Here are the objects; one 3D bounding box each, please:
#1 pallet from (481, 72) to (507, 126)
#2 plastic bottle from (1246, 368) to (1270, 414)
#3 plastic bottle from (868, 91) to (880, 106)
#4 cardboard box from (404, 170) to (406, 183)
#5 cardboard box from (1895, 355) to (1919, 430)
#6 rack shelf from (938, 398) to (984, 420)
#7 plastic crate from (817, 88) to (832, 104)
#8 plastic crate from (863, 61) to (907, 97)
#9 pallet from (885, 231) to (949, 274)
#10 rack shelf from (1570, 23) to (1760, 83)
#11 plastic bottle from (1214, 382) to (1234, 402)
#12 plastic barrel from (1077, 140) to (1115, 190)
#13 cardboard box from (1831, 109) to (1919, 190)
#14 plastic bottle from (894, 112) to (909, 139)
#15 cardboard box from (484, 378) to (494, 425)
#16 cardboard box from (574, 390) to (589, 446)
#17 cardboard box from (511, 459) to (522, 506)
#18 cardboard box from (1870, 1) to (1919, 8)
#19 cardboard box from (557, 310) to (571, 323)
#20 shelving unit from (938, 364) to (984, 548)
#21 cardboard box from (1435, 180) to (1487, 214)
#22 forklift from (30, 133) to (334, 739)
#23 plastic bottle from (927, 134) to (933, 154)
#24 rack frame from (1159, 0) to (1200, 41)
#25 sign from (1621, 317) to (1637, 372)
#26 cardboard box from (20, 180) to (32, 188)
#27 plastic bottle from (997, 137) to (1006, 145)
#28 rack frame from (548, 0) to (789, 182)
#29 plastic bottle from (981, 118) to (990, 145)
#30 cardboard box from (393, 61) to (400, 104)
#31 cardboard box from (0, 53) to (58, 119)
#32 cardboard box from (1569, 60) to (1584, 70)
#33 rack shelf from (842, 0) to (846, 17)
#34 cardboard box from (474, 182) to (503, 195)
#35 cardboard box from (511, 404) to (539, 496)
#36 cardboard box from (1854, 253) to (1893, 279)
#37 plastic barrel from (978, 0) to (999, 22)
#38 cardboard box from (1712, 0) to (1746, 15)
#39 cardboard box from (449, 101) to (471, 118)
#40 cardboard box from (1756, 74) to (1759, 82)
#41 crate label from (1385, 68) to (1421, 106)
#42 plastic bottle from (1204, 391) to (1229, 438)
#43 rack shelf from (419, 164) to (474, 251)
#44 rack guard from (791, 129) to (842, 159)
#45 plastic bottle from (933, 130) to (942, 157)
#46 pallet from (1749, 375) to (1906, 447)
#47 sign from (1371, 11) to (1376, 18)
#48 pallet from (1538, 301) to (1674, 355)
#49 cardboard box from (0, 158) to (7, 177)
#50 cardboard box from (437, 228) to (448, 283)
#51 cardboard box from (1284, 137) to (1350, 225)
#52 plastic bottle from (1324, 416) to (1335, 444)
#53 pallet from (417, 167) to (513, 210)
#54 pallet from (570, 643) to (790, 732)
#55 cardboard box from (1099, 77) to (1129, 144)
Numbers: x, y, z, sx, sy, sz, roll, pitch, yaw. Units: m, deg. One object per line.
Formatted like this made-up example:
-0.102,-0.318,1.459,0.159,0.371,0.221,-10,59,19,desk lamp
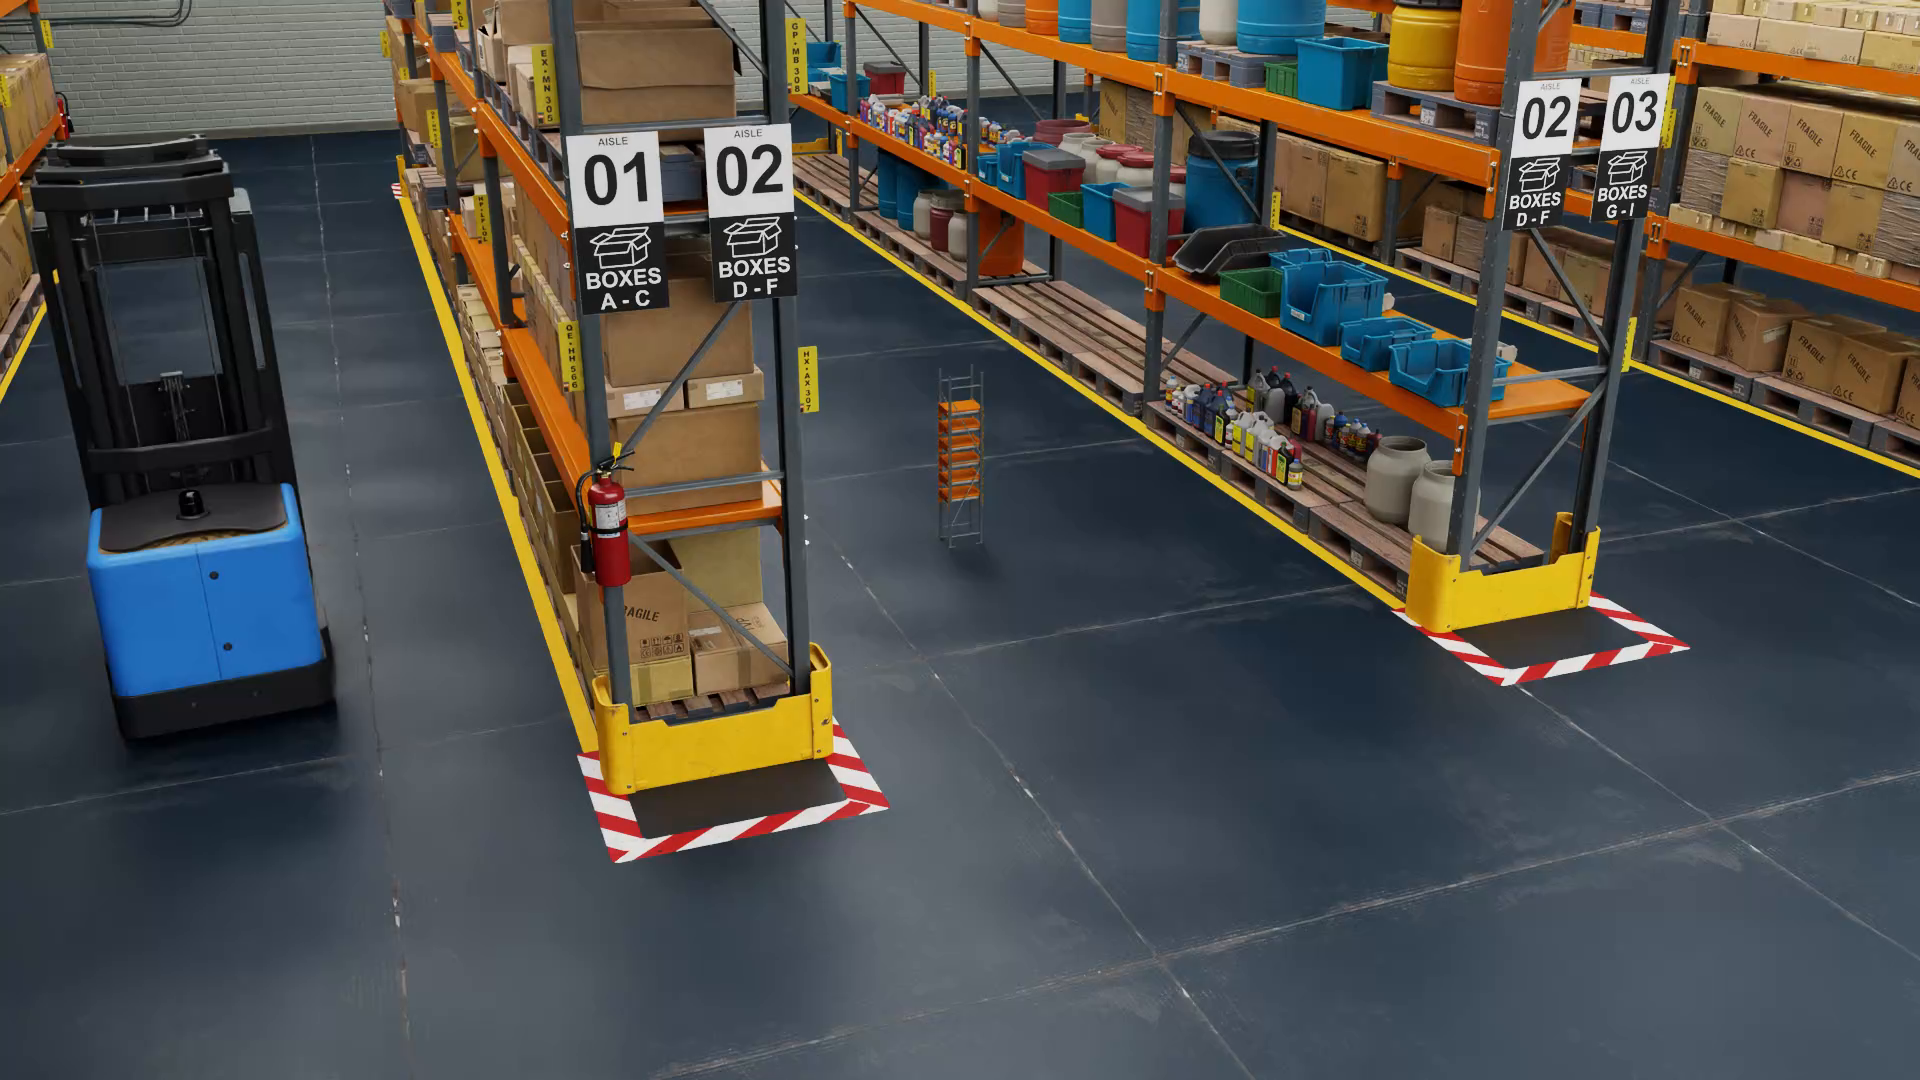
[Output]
-2.341,-2.749,10.163,1.003,0.211,1.213,-8,24,-19,pallet
2.331,-1.161,12.985,0.144,0.351,0.185,-8,24,-19,plastic bottle
-1.022,-5.090,19.527,0.144,0.351,0.185,-8,24,-19,plastic bottle
-7.080,-4.764,21.796,0.380,0.149,0.250,-8,24,-19,cardboard box
7.567,-1.102,12.681,0.500,0.500,0.500,-2,23,-5,cardboard box
0.005,-0.838,10.882,0.258,0.103,0.180,-8,24,-19,rack shelf
-1.504,-5.570,20.881,0.437,0.125,0.590,-8,24,-19,plastic crate
-0.939,-5.715,20.789,0.402,0.464,0.583,-8,24,-19,plastic crate
-0.189,-3.284,18.771,1.003,0.211,1.213,-8,24,-19,pallet
5.895,-4.850,15.958,1.077,0.370,4.000,-8,24,-19,rack shelf
2.000,-1.044,12.710,0.144,0.351,0.185,-8,24,-19,plastic bottle
1.267,-3.400,15.311,0.421,0.512,0.421,0,23,0,plastic barrel
7.064,-2.974,12.646,0.500,0.500,0.500,-8,24,-19,cardboard box
-0.642,-4.601,18.464,0.152,0.276,0.135,-8,24,-19,plastic bottle
-3.443,-1.122,13.049,0.500,0.250,0.500,-8,24,-18,cardboard box
-1.767,-0.850,9.275,0.700,0.500,0.500,-8,24,-19,cardboard box
-2.787,-0.431,11.410,0.500,0.250,0.500,-8,24,-19,cardboard box
7.309,-4.101,12.936,0.380,0.149,0.250,-7,24,-17,cardboard box
-2.026,-1.189,9.245,0.380,0.149,0.250,-8,24,-18,cardboard box
0.005,-0.548,11.005,0.258,1.200,0.189,-8,24,-19,shelving unit
5.454,-3.683,17.812,0.500,0.250,0.500,-7,24,-17,cardboard box
-4.474,-0.860,9.516,1.130,2.935,3.031,-10,25,-22,forklift
-0.298,-4.183,17.569,0.097,0.201,0.097,0,23,0,plastic bottle
1.968,-5.157,11.900,1.000,3.000,0.127,-8,24,-19,rack frame
3.898,-1.141,9.738,0.100,0.325,0.005,-8,24,-19,sign
-10.429,-3.906,18.497,0.380,0.149,0.250,-9,24,-20,cardboard box
0.431,-4.100,17.372,0.097,0.201,0.097,0,23,0,plastic bottle
-1.254,-3.025,6.842,1.000,3.000,0.127,-8,24,-19,rack frame
0.282,-4.454,18.121,0.097,0.271,0.097,0,23,0,plastic bottle
-6.809,-5.737,20.870,0.500,0.500,0.500,-9,24,-20,cardboard box
-11.350,-5.348,19.690,0.980,0.700,0.700,-7,24,-17,cardboard box
8.349,-6.303,22.125,0.380,0.149,0.250,-8,24,-19,cardboard box
-1.564,-7.077,21.243,1.077,0.370,4.000,-8,24,-19,rack shelf
-3.992,-2.989,14.593,0.500,0.311,0.500,-7,24,-16,cardboard box
-2.612,-0.594,10.832,0.500,0.500,0.500,-8,24,-19,cardboard box
7.093,-2.109,12.715,0.380,0.149,0.250,-8,24,-19,cardboard box
0.378,-5.125,15.541,0.421,0.512,0.421,0,23,0,plastic barrel
6.429,-4.409,13.666,0.380,0.149,0.250,-9,24,-21,cardboard box
-4.552,-3.979,16.160,0.700,0.500,0.500,-4,23,-9,cardboard box
9.784,-5.686,20.278,0.380,0.149,0.250,-7,24,-16,cardboard box
3.029,-2.978,10.784,0.502,0.251,0.408,-8,24,-19,crate label
1.932,-0.956,12.500,0.144,0.351,0.185,-9,25,-21,plastic bottle
-4.787,-3.563,16.768,1.077,0.370,4.000,-8,24,-19,rack shelf
-2.291,-5.608,23.912,1.175,0.500,0.348,-8,24,-19,rack guard
-0.229,-4.145,17.388,0.097,0.271,0.097,0,23,0,plastic bottle
7.307,-1.104,13.598,1.003,0.211,1.213,-8,24,-19,pallet
6.531,-8.401,26.205,0.100,0.325,0.005,-8,24,-19,sign
6.326,-2.070,15.889,1.003,0.211,1.213,-8,24,-19,pallet
-9.630,-3.661,16.372,0.380,0.149,0.250,-8,24,-18,cardboard box
-5.004,-2.904,16.930,0.500,0.500,0.500,-9,25,-21,cardboard box
4.657,-4.319,19.829,1.225,0.875,0.875,-8,24,-19,cardboard box
2.768,-0.826,12.383,0.097,0.201,0.097,0,23,0,plastic bottle
-4.385,-3.316,15.503,1.213,0.211,1.003,-8,24,-19,pallet
-1.563,0.752,9.194,1.003,0.211,1.213,-8,24,-19,pallet
2.664,-6.425,24.827,0.875,0.875,0.875,-8,24,-19,cardboard box
